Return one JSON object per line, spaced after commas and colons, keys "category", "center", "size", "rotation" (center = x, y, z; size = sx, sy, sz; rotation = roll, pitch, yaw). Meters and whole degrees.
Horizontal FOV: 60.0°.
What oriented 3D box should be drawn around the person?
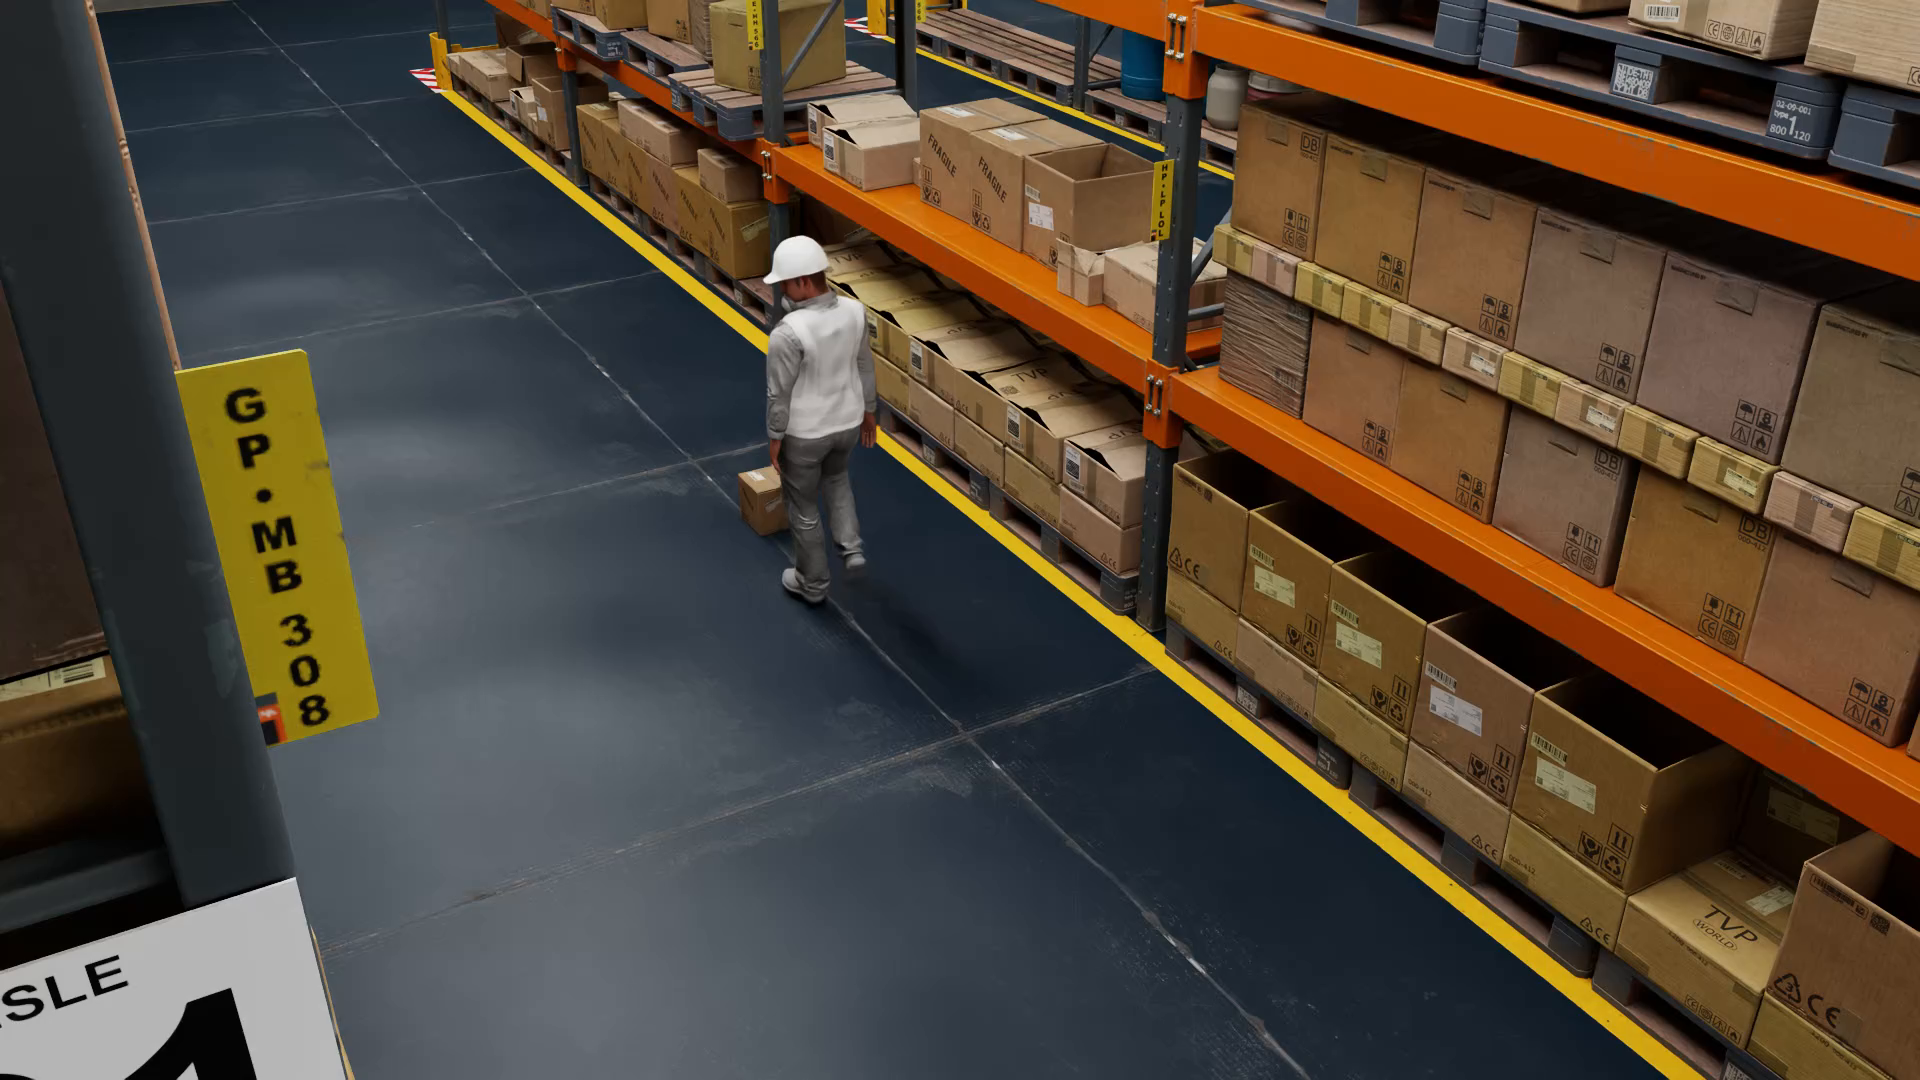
{"category": "person", "center": [-0.671, -0.533, 7.525], "size": [0.561, 1.766, 0.440], "rotation": [-23, 36, -35]}
